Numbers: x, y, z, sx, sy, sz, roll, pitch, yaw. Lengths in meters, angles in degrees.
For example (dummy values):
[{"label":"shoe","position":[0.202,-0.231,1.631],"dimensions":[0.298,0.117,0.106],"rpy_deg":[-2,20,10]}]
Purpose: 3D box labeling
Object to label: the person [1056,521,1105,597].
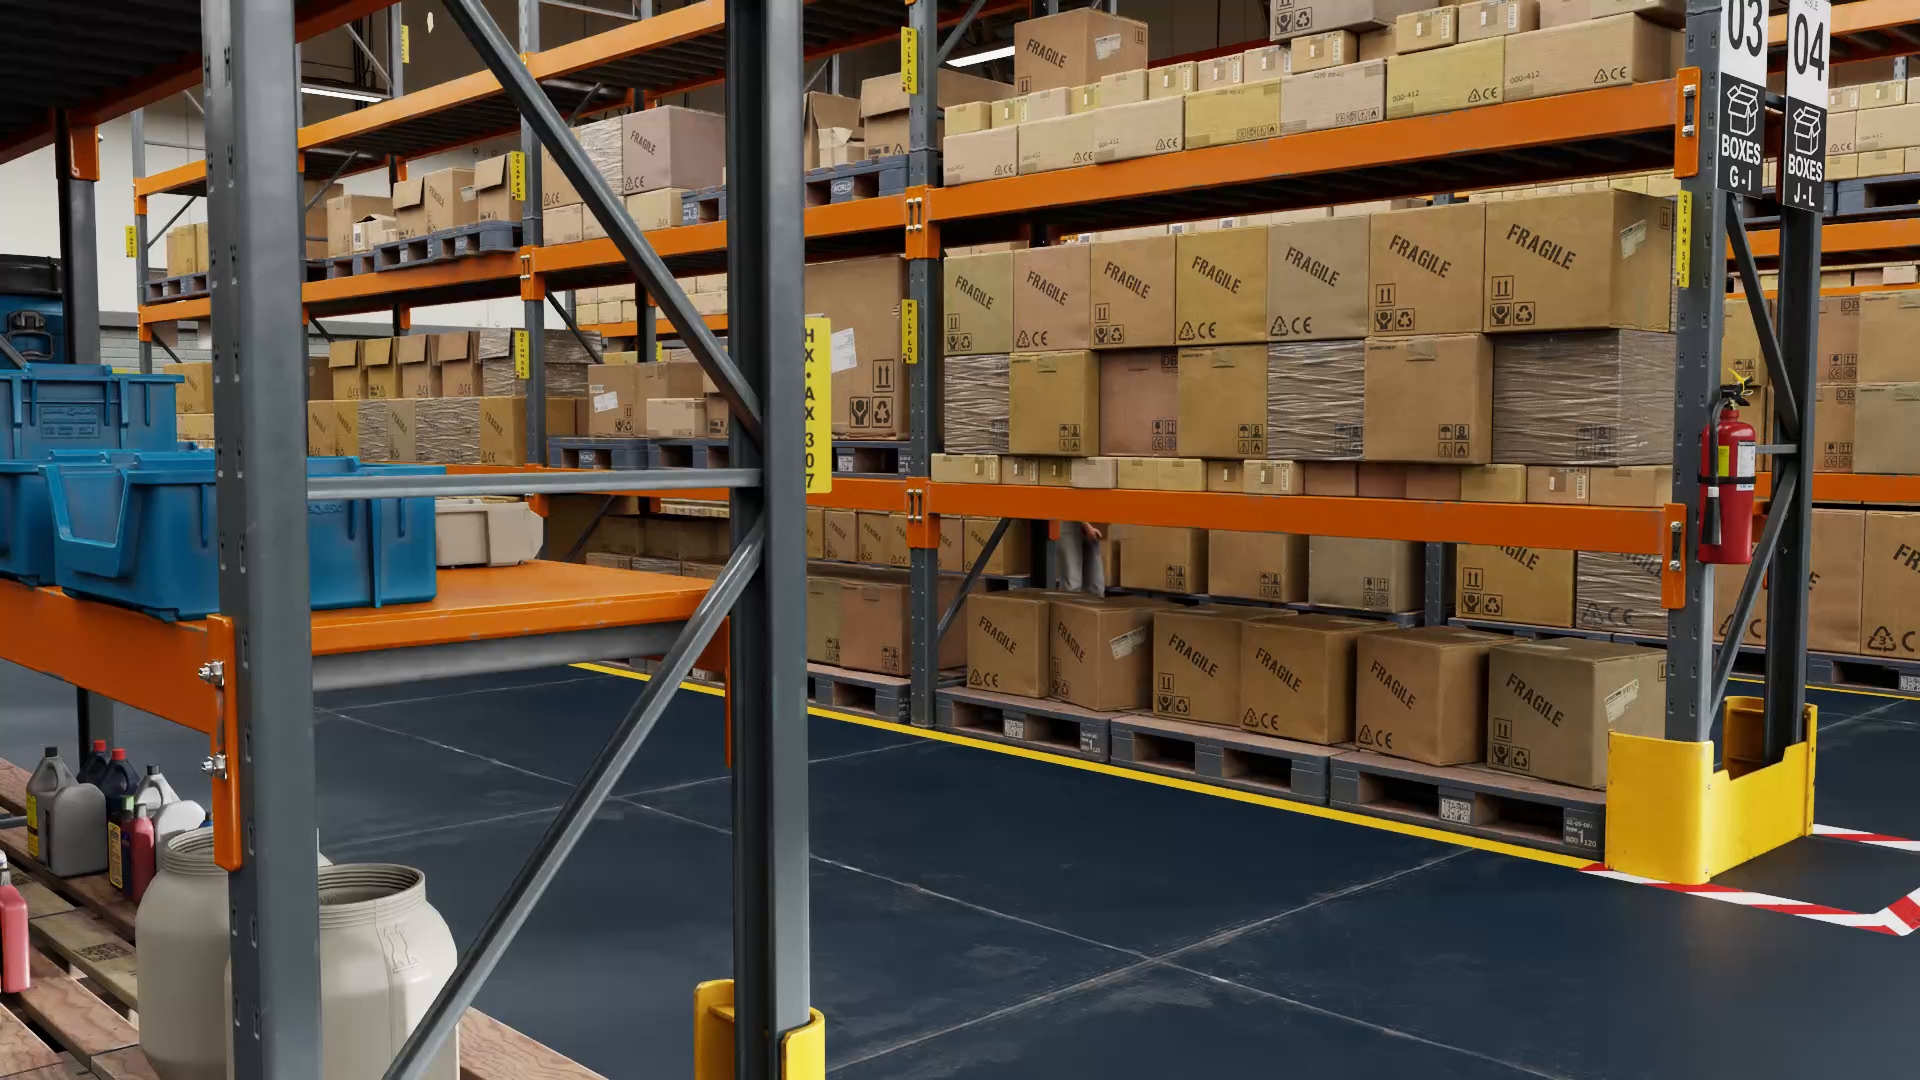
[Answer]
[{"label":"person","position":[0.882,-0.027,11.497],"dimensions":[0.411,1.666,0.504],"rpy_deg":[-4,6,-45]}]
